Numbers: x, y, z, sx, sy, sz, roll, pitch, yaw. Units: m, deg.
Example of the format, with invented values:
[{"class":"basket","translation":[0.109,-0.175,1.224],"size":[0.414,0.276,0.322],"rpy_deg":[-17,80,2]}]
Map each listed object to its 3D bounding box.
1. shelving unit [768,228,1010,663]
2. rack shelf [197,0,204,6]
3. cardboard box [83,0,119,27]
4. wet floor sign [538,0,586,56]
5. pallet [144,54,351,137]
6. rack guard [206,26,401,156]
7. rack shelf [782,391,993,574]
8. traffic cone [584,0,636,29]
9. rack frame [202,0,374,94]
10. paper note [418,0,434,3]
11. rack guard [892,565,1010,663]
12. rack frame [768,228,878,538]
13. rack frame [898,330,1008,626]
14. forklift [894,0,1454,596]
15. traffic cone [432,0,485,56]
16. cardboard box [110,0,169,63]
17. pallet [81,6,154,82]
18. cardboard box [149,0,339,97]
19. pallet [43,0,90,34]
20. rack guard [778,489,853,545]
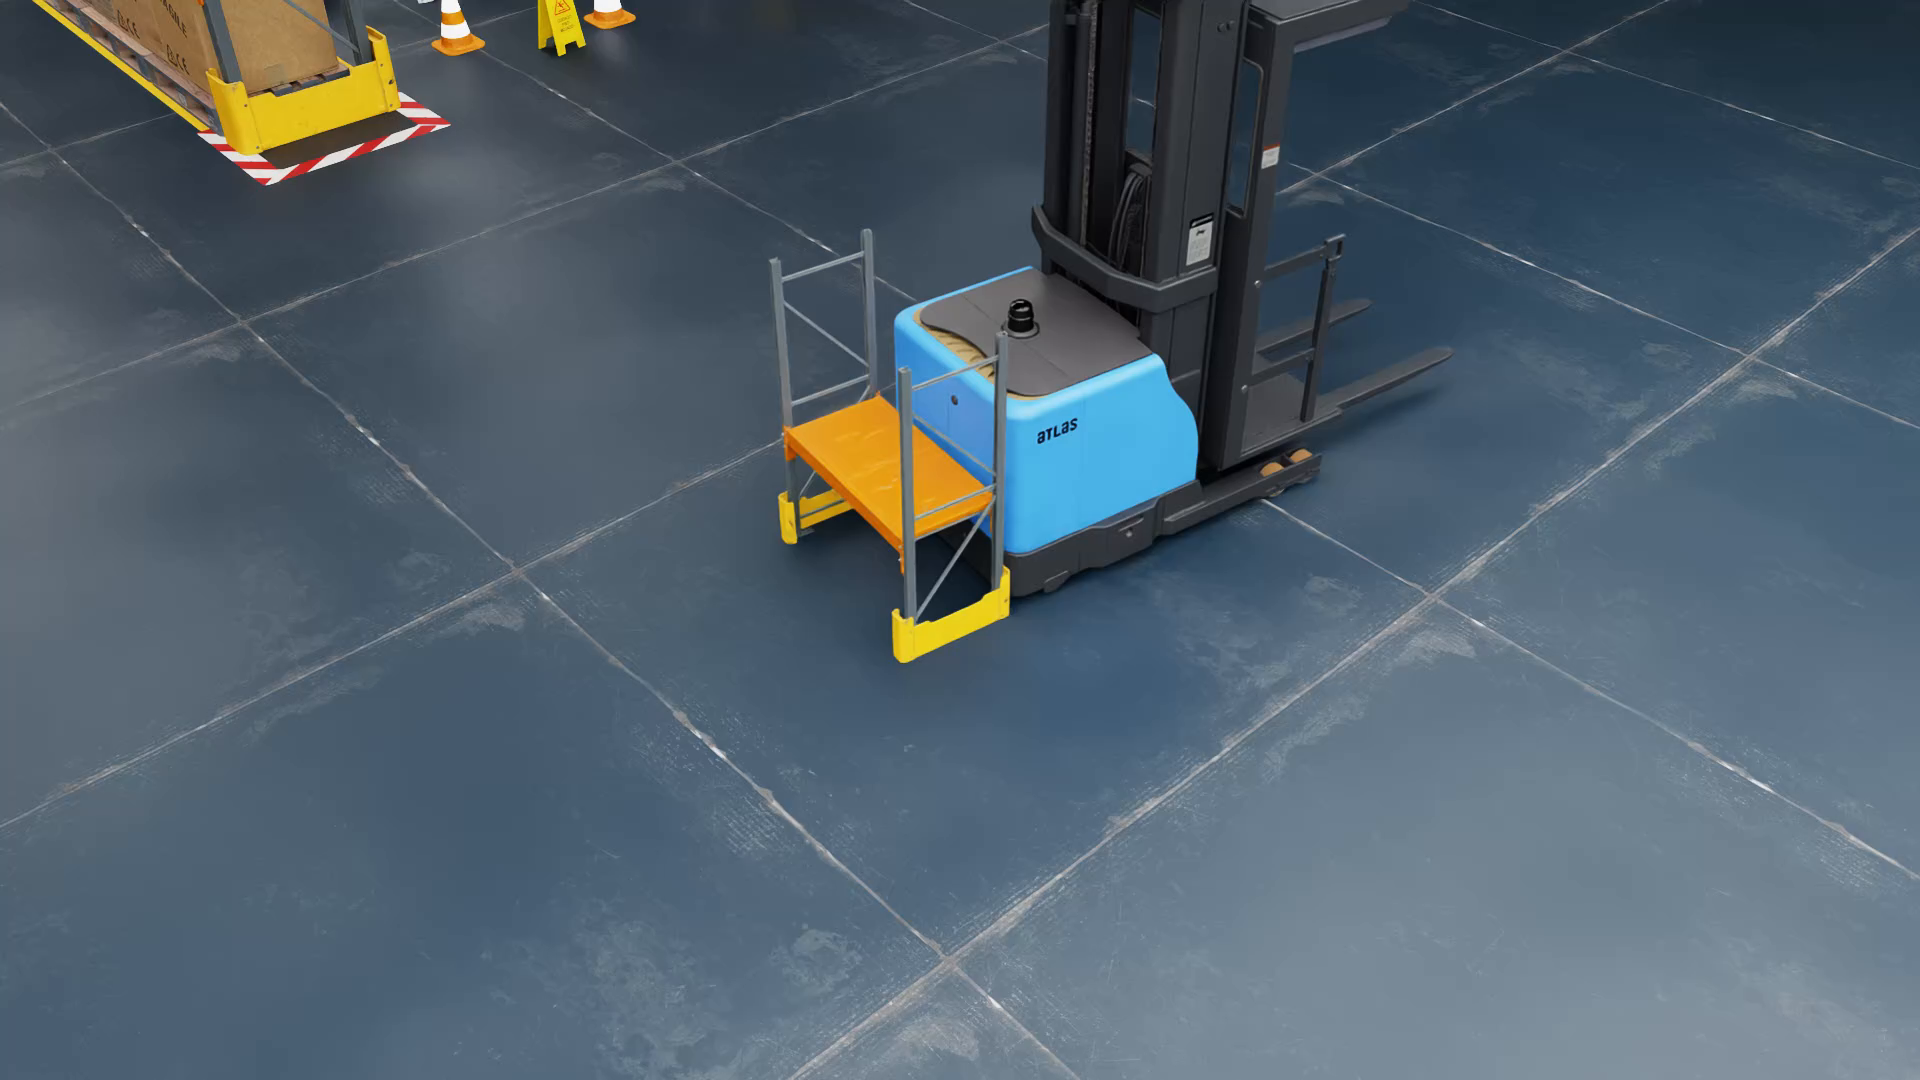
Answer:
[{"class":"shelving unit","translation":[-0.315,-0.421,7.286],"size":[0.587,1.500,1.083],"rpy_deg":[-23,44,-26]},{"class":"rack shelf","translation":[-5.839,-4.712,11.978],"size":[1.077,0.370,4.000],"rpy_deg":[-30,48,-32]},{"class":"cardboard box","translation":[-6.205,-4.518,12.522],"size":[0.875,0.875,0.875],"rpy_deg":[-30,47,-31]},{"class":"wet floor sign","translation":[-3.008,-3.979,12.371],"size":[0.232,0.644,0.267],"rpy_deg":[26,45,28]},{"class":"pallet","translation":[-5.084,-3.319,11.899],"size":[1.003,0.211,1.213],"rpy_deg":[-30,48,-32]},{"class":"rack guard","translation":[-4.470,-3.083,11.377],"size":[1.175,0.500,0.348],"rpy_deg":[-30,48,-32]},{"class":"rack shelf","translation":[-0.310,-0.277,7.393],"size":[0.538,0.185,1.000],"rpy_deg":[-23,44,-26]},{"class":"traffic cone","translation":[-2.737,-4.252,12.854],"size":[0.336,0.463,0.334],"rpy_deg":[-30,48,-32]},{"class":"rack frame","translation":[-4.486,-4.067,10.606],"size":[1.000,3.000,0.127],"rpy_deg":[-30,48,-32]},{"class":"paper note","translation":[-4.268,-4.339,13.307],"size":[0.144,0.017,0.142],"rpy_deg":[-15,41,-17]},{"class":"rack guard","translation":[-0.035,0.323,7.359],"size":[0.587,0.250,0.087],"rpy_deg":[-23,44,-26]},{"class":"rack frame","translation":[-0.597,-0.681,7.607],"size":[0.500,1.500,0.032],"rpy_deg":[-23,44,-26]},{"class":"rack frame","translation":[-0.024,-0.153,6.953],"size":[0.500,1.500,0.032],"rpy_deg":[-23,44,-26]},{"class":"forklift","translation":[1.192,-1.609,7.617],"size":[3.031,2.935,1.130],"rpy_deg":[-23,44,-26]},{"class":"traffic cone","translation":[-3.799,-3.929,12.454],"size":[0.336,0.463,0.334],"rpy_deg":[-30,48,-32]},{"class":"cardboard box","translation":[-5.590,-4.095,11.998],"size":[0.875,0.875,0.875],"rpy_deg":[-31,48,-32]},{"class":"pallet","translation":[-5.905,-3.883,12.598],"size":[1.003,0.211,1.213],"rpy_deg":[-30,48,-32]},{"class":"cardboard box","translation":[-4.993,-3.689,11.495],"size":[0.875,0.875,0.875],"rpy_deg":[-30,47,-32]},{"class":"pallet","translation":[-6.735,-4.448,13.297],"size":[1.003,0.211,1.213],"rpy_deg":[-30,48,-32]},{"class":"rack guard","translation":[-0.596,-0.194,7.999],"size":[0.587,0.250,0.087],"rpy_deg":[-23,44,-26]}]
